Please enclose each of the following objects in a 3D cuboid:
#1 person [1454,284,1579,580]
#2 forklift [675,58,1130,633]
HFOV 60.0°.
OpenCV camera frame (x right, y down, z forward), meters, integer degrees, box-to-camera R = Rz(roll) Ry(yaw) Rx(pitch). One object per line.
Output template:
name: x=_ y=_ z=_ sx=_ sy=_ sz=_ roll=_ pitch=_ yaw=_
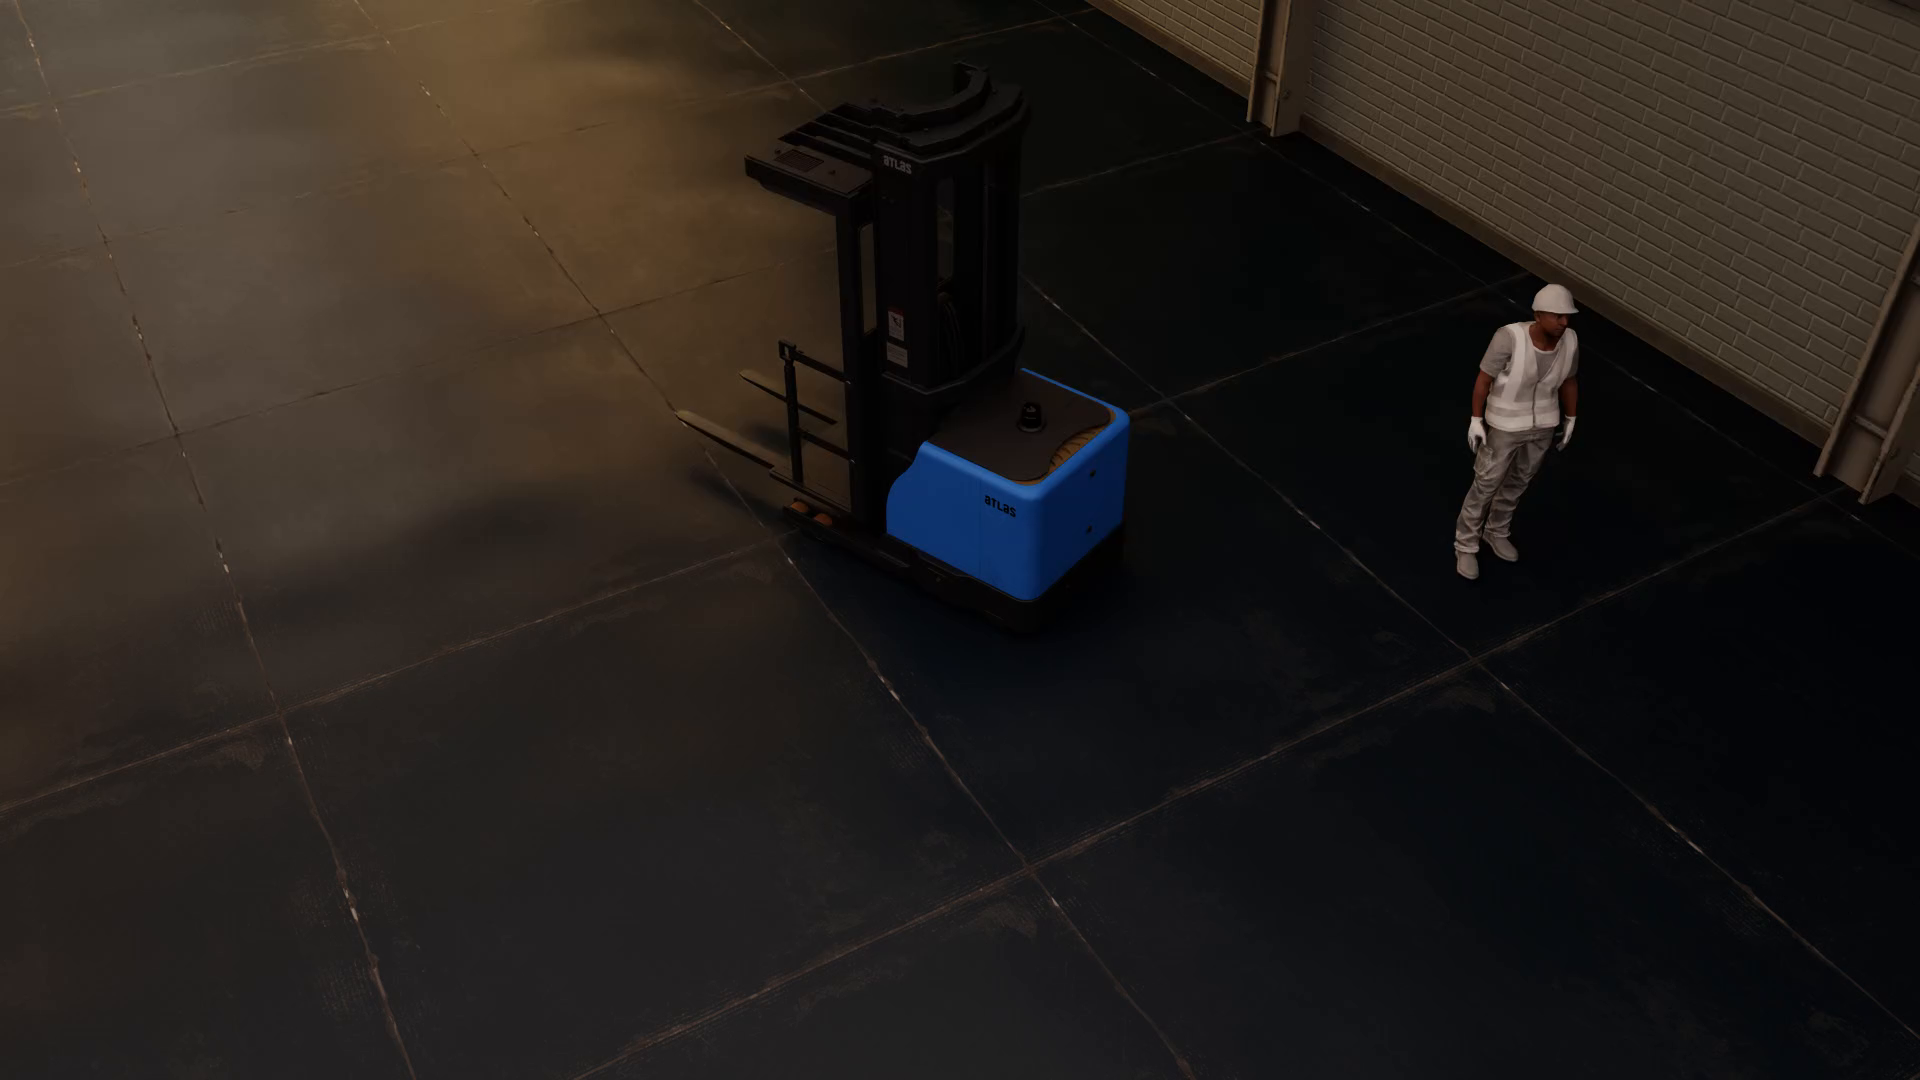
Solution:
person: x=3.293 y=-0.634 z=9.688 sx=0.657 sy=1.783 sz=0.578 roll=-6 pitch=40 yaw=-7
forklift: x=-0.481 y=-1.366 z=9.683 sx=3.031 sy=2.935 sz=1.130 roll=26 pitch=46 yaw=28
